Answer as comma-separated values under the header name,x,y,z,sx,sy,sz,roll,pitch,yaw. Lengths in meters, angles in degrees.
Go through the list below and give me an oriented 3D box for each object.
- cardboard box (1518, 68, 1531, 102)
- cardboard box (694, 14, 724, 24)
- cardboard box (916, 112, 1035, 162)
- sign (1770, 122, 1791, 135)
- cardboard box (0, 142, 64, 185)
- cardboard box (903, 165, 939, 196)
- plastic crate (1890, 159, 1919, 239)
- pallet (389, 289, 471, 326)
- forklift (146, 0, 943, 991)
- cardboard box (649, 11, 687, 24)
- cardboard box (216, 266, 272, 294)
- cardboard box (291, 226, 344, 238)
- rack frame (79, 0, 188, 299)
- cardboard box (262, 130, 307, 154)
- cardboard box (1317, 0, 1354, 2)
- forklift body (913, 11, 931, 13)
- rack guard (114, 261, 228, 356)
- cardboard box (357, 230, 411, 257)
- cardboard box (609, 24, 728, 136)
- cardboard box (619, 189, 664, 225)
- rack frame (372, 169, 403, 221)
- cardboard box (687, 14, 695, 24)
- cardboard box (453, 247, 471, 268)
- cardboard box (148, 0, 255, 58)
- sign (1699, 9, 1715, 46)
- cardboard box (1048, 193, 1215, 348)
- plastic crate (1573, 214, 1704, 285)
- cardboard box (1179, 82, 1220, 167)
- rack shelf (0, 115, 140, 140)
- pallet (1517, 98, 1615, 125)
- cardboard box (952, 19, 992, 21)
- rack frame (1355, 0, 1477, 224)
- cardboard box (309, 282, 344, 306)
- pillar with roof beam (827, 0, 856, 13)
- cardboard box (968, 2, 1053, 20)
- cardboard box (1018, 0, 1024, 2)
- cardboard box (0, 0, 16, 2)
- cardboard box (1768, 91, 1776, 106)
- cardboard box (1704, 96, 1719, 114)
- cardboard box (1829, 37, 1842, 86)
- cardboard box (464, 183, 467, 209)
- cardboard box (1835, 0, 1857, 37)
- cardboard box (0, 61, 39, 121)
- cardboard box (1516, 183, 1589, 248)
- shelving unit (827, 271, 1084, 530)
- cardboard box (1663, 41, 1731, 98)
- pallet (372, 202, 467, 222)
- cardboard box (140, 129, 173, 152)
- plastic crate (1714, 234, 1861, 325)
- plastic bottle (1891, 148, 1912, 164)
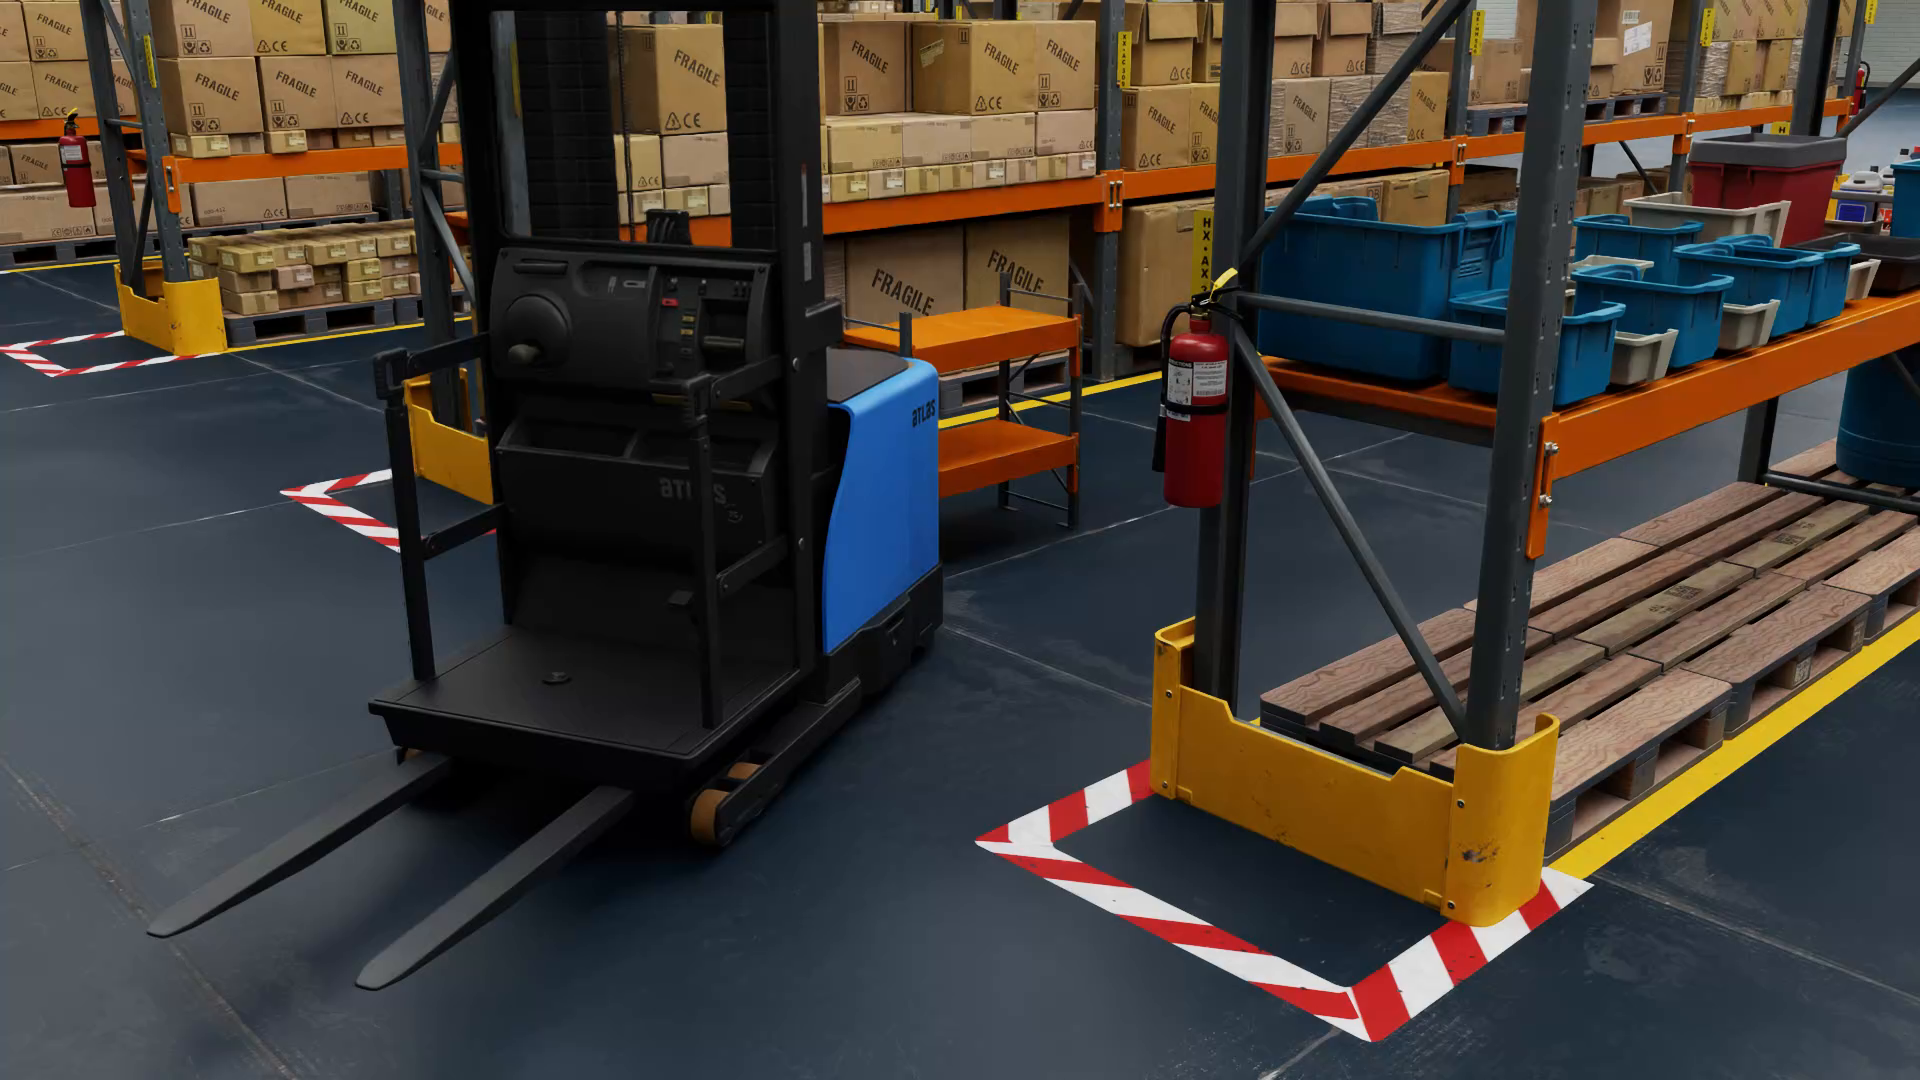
name,x,y,z,sx,sy,sz,roll,pitch,yaw
cardboard box,4.879,-3.816,13.954,0.500,0.250,0.500,17,25,42
cardboard box,-2.820,-6.037,19.917,0.500,0.500,0.500,17,25,42
cardboard box,0.082,-2.344,9.612,0.500,0.250,0.500,-15,23,-39
sign,3.623,-1.682,7.360,0.005,0.325,0.100,-16,24,-41
cardboard box,-10.921,-4.403,19.572,0.500,0.500,0.500,-16,24,-40
cardboard box,-0.334,-2.007,9.218,0.250,0.149,0.380,-17,24,-42
plastic crate,3.894,-1.272,6.474,0.575,0.384,0.392,-16,24,-41
pallet,-4.088,-1.933,13.105,1.213,0.211,1.003,-16,24,-41
forklift,-1.065,-0.658,4.761,1.130,2.935,3.031,7,19,20
cardboard box,-3.502,-5.960,19.220,0.500,0.500,0.500,-17,25,-42
cardboard box,-5.087,-1.861,11.819,0.250,0.149,0.380,-15,23,-39
cardboard box,-4.879,-2.282,12.636,0.380,0.149,0.250,17,24,42
rack frame,-5.644,-2.822,11.325,0.127,3.000,1.000,-16,24,-41
cardboard box,-4.795,-2.806,11.683,0.380,0.149,0.250,17,25,42
cardboard box,4.173,-6.246,19.893,0.550,0.550,0.875,-16,24,-41
forklift body,-1.030,-7.197,26.196,1.214,2.155,2.313,-16,24,-41
rack guard,-5.589,-1.649,11.760,0.348,0.500,1.175,-16,24,-41
cardboard box,-4.310,-2.221,12.449,0.250,0.149,0.380,-15,23,-39
cardboard box,-1.412,-2.263,8.146,0.500,0.500,0.500,-17,25,-42
cardboard box,-1.640,-1.625,8.042,0.250,0.149,0.380,-17,24,-42
rack frame,-6.212,-4.757,17.295,0.127,3.000,1.000,-16,24,-41
cardboard box,-3.167,-6.153,20.272,0.500,0.500,0.500,17,25,42
cardboard box,-3.972,-2.207,12.887,0.250,0.149,0.380,-15,23,-38
cardboard box,-5.136,-3.522,11.219,0.500,0.500,0.500,-16,24,-41
sign,6.793,-4.659,15.113,0.005,0.325,0.100,-16,24,-41
cardboard box,1.048,-1.866,11.140,0.875,0.875,1.225,-16,24,-41
plastic crate,2.409,-1.021,5.943,0.300,0.233,0.416,-16,24,-41
cardboard box,1.467,-2.732,10.887,0.500,0.500,0.500,-16,24,-41
rack shelf,-7.665,-3.991,16.098,4.000,0.370,1.077,-16,24,-41
pallet,4.913,-3.722,14.411,1.213,0.211,1.003,-16,24,-41
cardboard box,0.073,-2.919,10.170,0.500,0.500,0.500,-16,24,-41
rack frame,3.503,-3.384,13.059,0.127,3.000,1.000,-16,24,-41
cardboard box,-4.734,-1.833,12.216,0.250,0.149,0.380,-16,24,-40
pillar with roof beam,0.927,-10.355,24.833,0.400,9.000,9.100,-16,24,-41
cardboard box,0.502,-5.133,16.670,0.500,0.500,0.700,-16,24,-41
cardboard box,0.455,-7.265,22.764,0.500,0.500,0.700,-16,24,-41
cardboard box,-8.529,-4.826,14.672,0.250,0.149,0.380,-16,24,-40
cardboard box,8.003,-4.474,16.829,0.250,0.149,0.380,-16,24,-41
cardboard box,6.963,-4.141,15.799,0.250,0.149,0.380,-16,24,-41
cardboard box,8.897,-5.158,17.886,0.500,0.500,0.875,-16,24,-41
cardboard box,-2.278,-1.719,8.330,0.250,0.149,0.380,-16,24,-40
cardboard box,9.086,-5.572,17.542,0.500,0.500,0.500,-16,24,-41
cardboard box,-8.573,-3.995,14.780,0.500,0.500,0.500,-17,24,-41
cardboard box,5.183,-2.911,14.940,0.700,0.500,0.500,15,23,39
shelving unit,-0.005,-0.534,7.307,1.048,1.125,0.538,-16,24,-41
cardboard box,6.779,-4.502,15.863,0.500,0.500,0.875,-16,24,-41
pallet,-5.703,-3.611,18.281,1.213,0.211,1.003,-16,24,-41
cardboard box,-5.602,-2.835,11.772,0.250,0.149,0.380,-16,24,-41
plastic crate,2.673,-0.849,5.414,0.300,0.233,0.416,-16,24,-41
plastic bottle,4.442,-1.671,7.856,0.185,0.351,0.144,-16,24,-41
